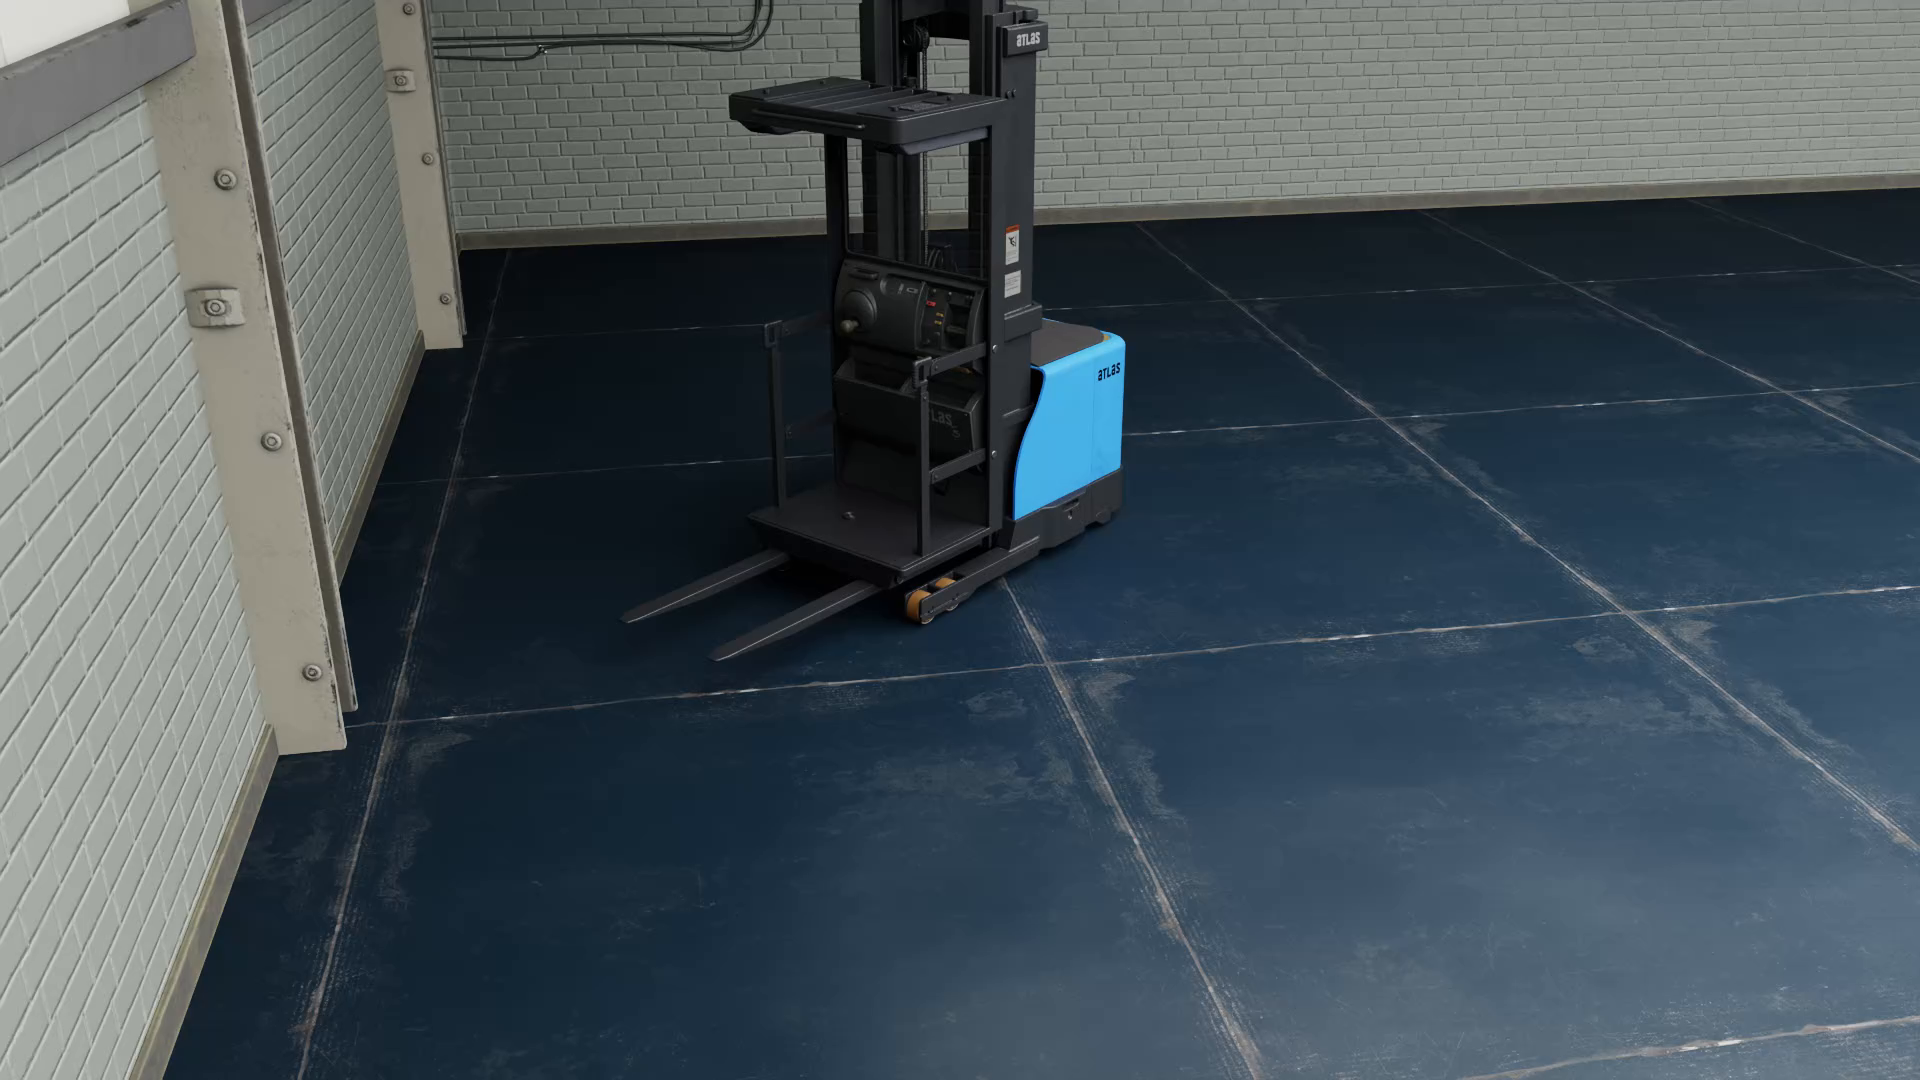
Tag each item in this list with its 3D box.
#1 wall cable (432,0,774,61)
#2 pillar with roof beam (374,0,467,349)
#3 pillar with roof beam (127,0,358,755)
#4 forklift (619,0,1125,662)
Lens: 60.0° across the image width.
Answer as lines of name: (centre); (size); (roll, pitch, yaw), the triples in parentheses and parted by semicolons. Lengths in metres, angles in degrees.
wall cable: (-3.199, -5.481, 14.437); (3.097, 2.526, 0.112); (-4, 24, -10)
pillar with roof beam: (0.277, -5.966, 11.668); (9.100, 9.000, 0.400); (-4, 24, -10)
pillar with roof beam: (1.386, -3.606, 6.264); (9.100, 9.000, 0.400); (-4, 24, -10)
forklift: (-0.395, -1.149, 8.220); (1.130, 2.935, 3.031); (18, 29, 35)
